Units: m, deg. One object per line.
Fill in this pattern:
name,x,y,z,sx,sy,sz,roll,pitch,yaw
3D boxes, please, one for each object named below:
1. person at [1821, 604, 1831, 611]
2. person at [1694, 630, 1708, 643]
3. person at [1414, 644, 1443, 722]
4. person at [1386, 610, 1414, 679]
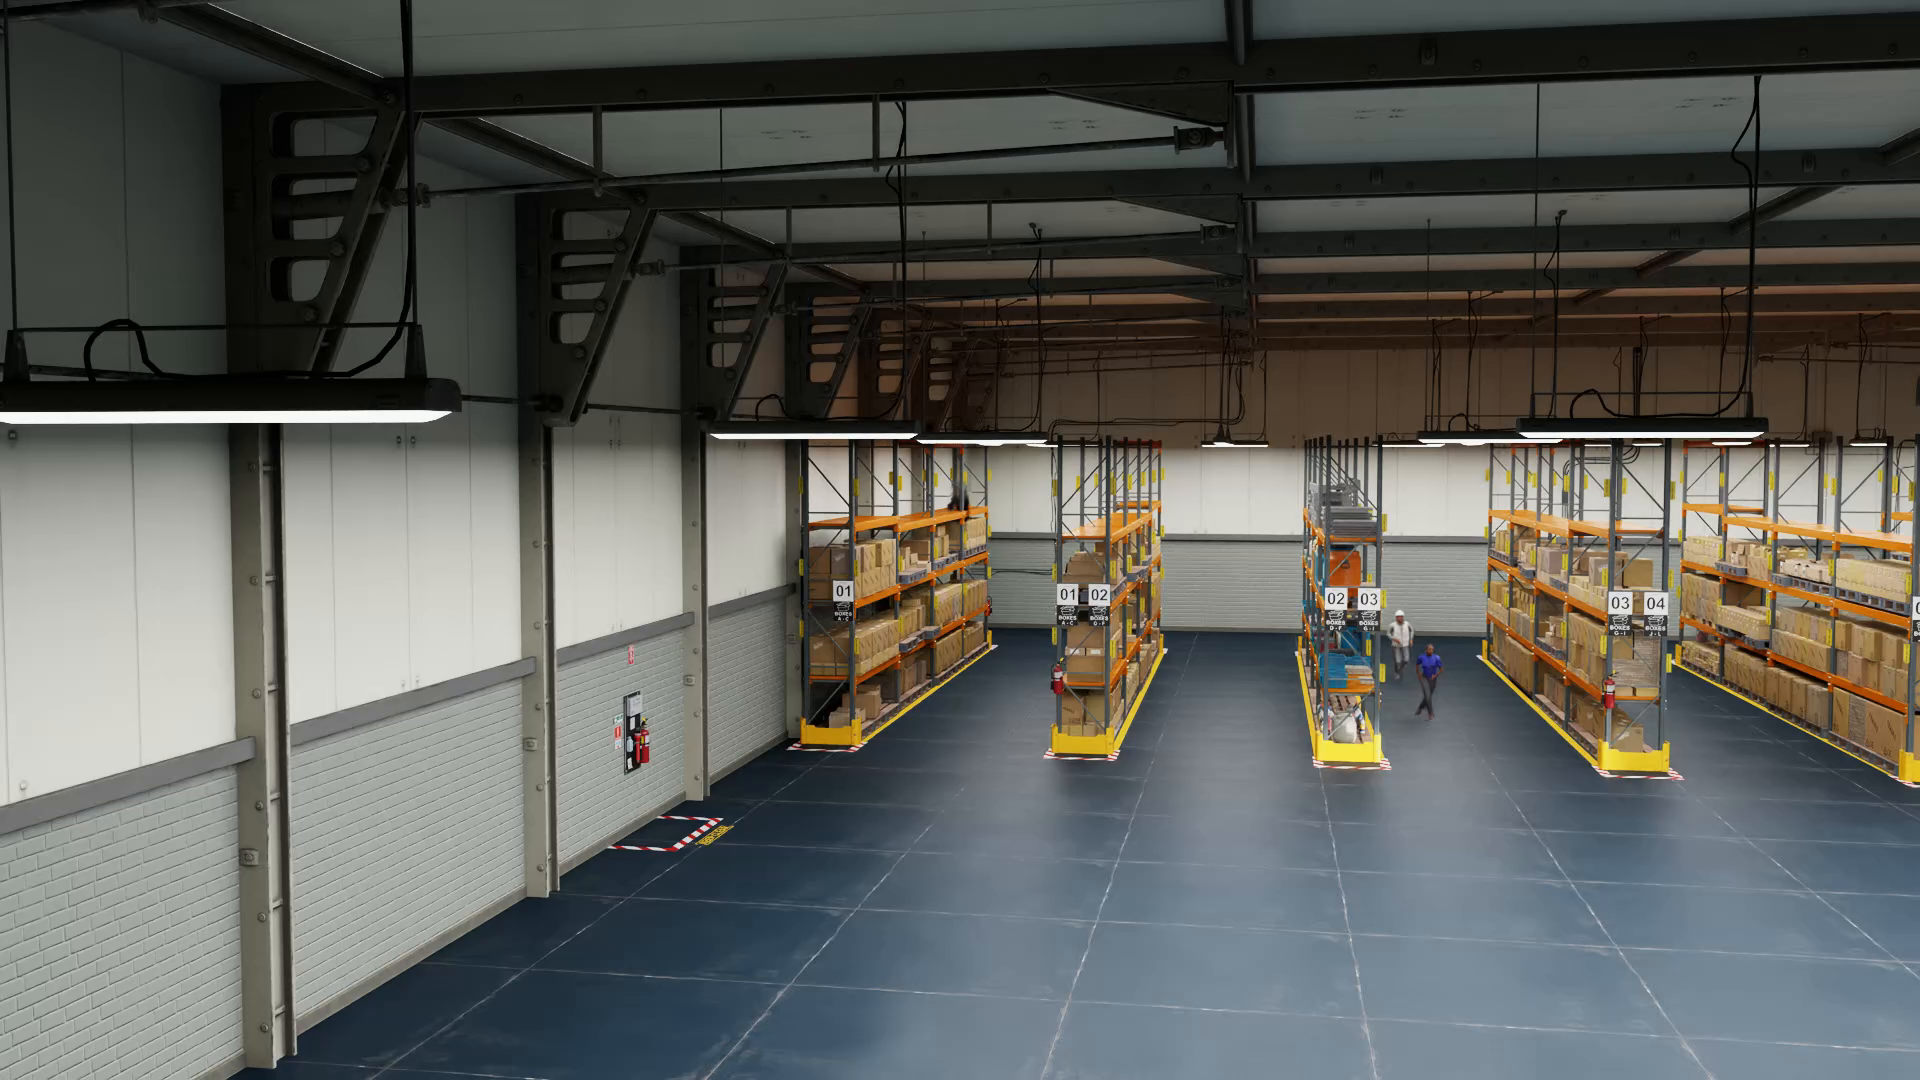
person,23.458,2.414,45.081,0.579,1.746,0.634,0,3,7
person,20.374,2.457,45.475,0.728,1.606,0.625,1,3,26
person,9.962,3.002,35.408,0.544,1.645,0.780,0,3,1
person,10.979,2.614,41.408,0.705,1.730,0.555,0,3,-2
